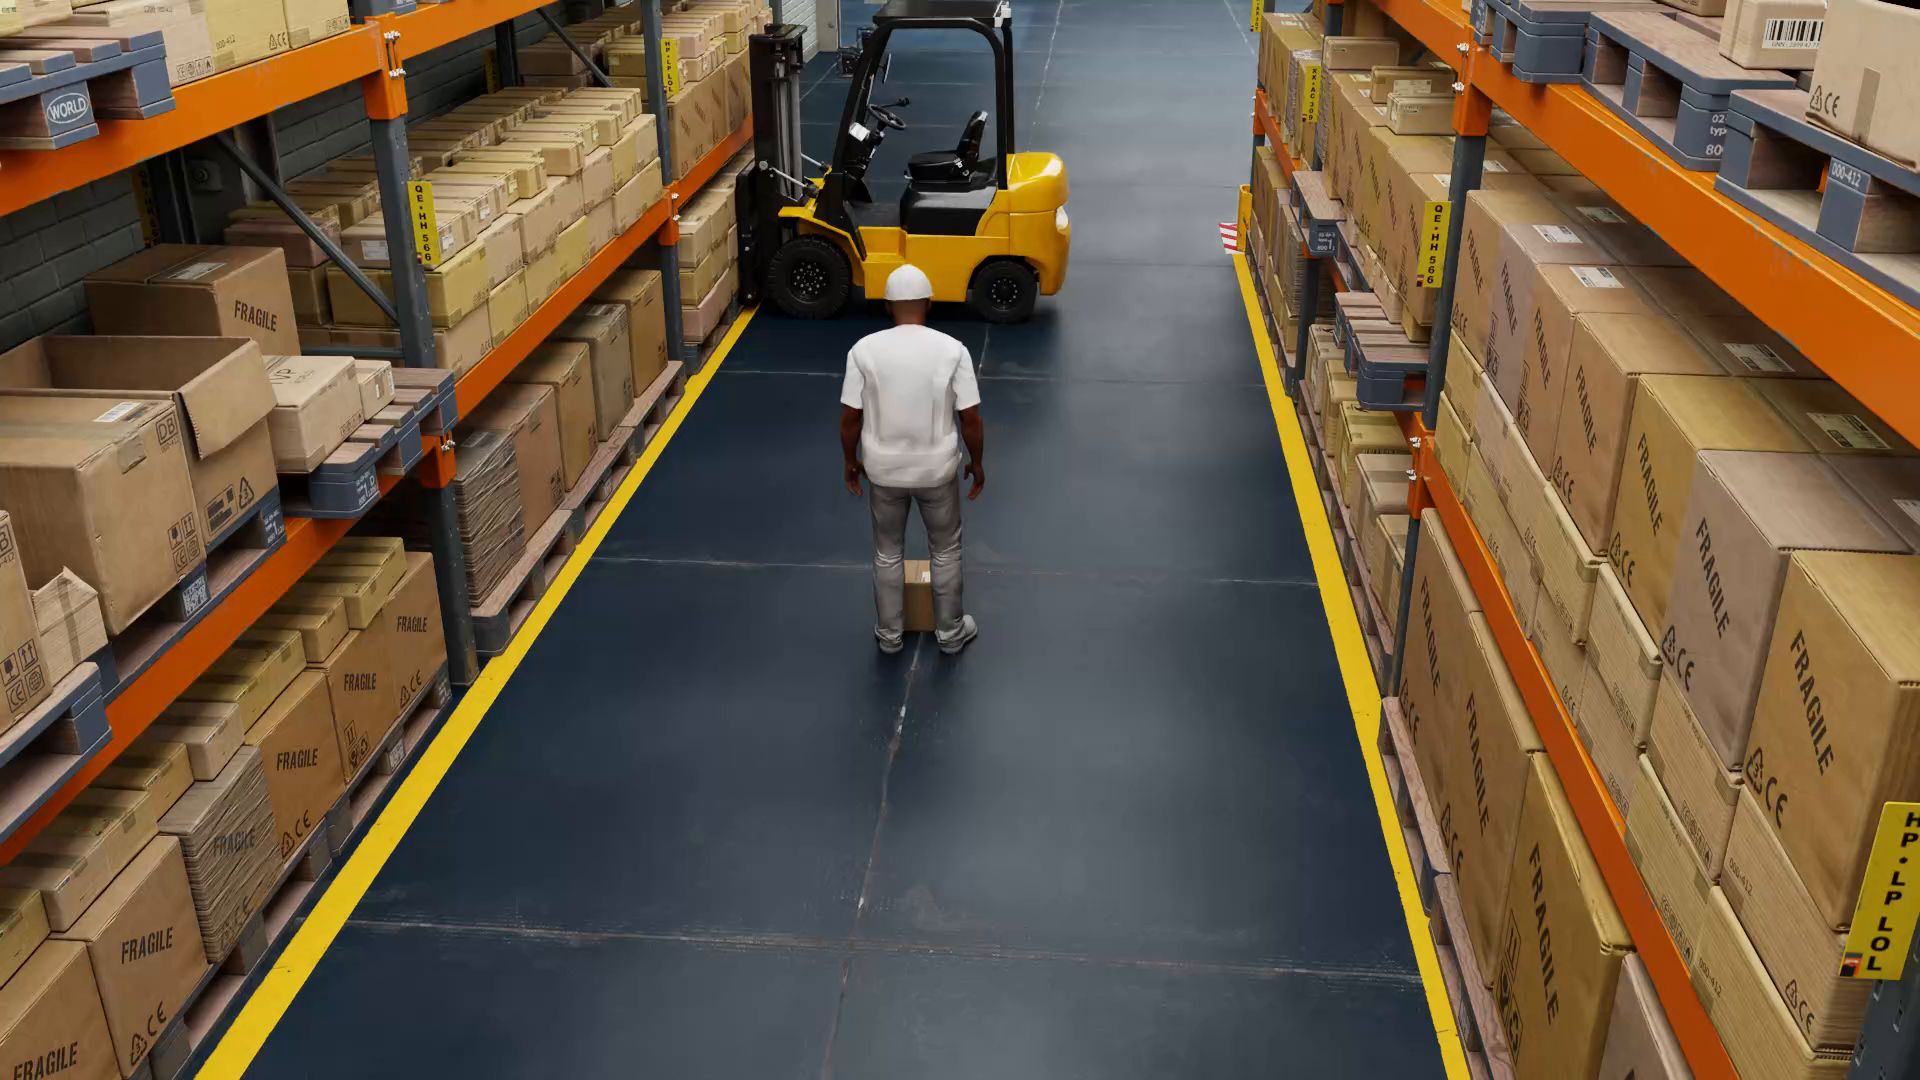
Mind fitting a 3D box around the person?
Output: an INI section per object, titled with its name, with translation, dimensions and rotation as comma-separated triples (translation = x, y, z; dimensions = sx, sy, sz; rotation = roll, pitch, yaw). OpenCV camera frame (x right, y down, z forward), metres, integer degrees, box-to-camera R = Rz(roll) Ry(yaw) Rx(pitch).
[person]
translation = -0.205, -0.333, 7.317
dimensions = 0.626, 1.761, 0.459
rotation = 2, 24, 4
